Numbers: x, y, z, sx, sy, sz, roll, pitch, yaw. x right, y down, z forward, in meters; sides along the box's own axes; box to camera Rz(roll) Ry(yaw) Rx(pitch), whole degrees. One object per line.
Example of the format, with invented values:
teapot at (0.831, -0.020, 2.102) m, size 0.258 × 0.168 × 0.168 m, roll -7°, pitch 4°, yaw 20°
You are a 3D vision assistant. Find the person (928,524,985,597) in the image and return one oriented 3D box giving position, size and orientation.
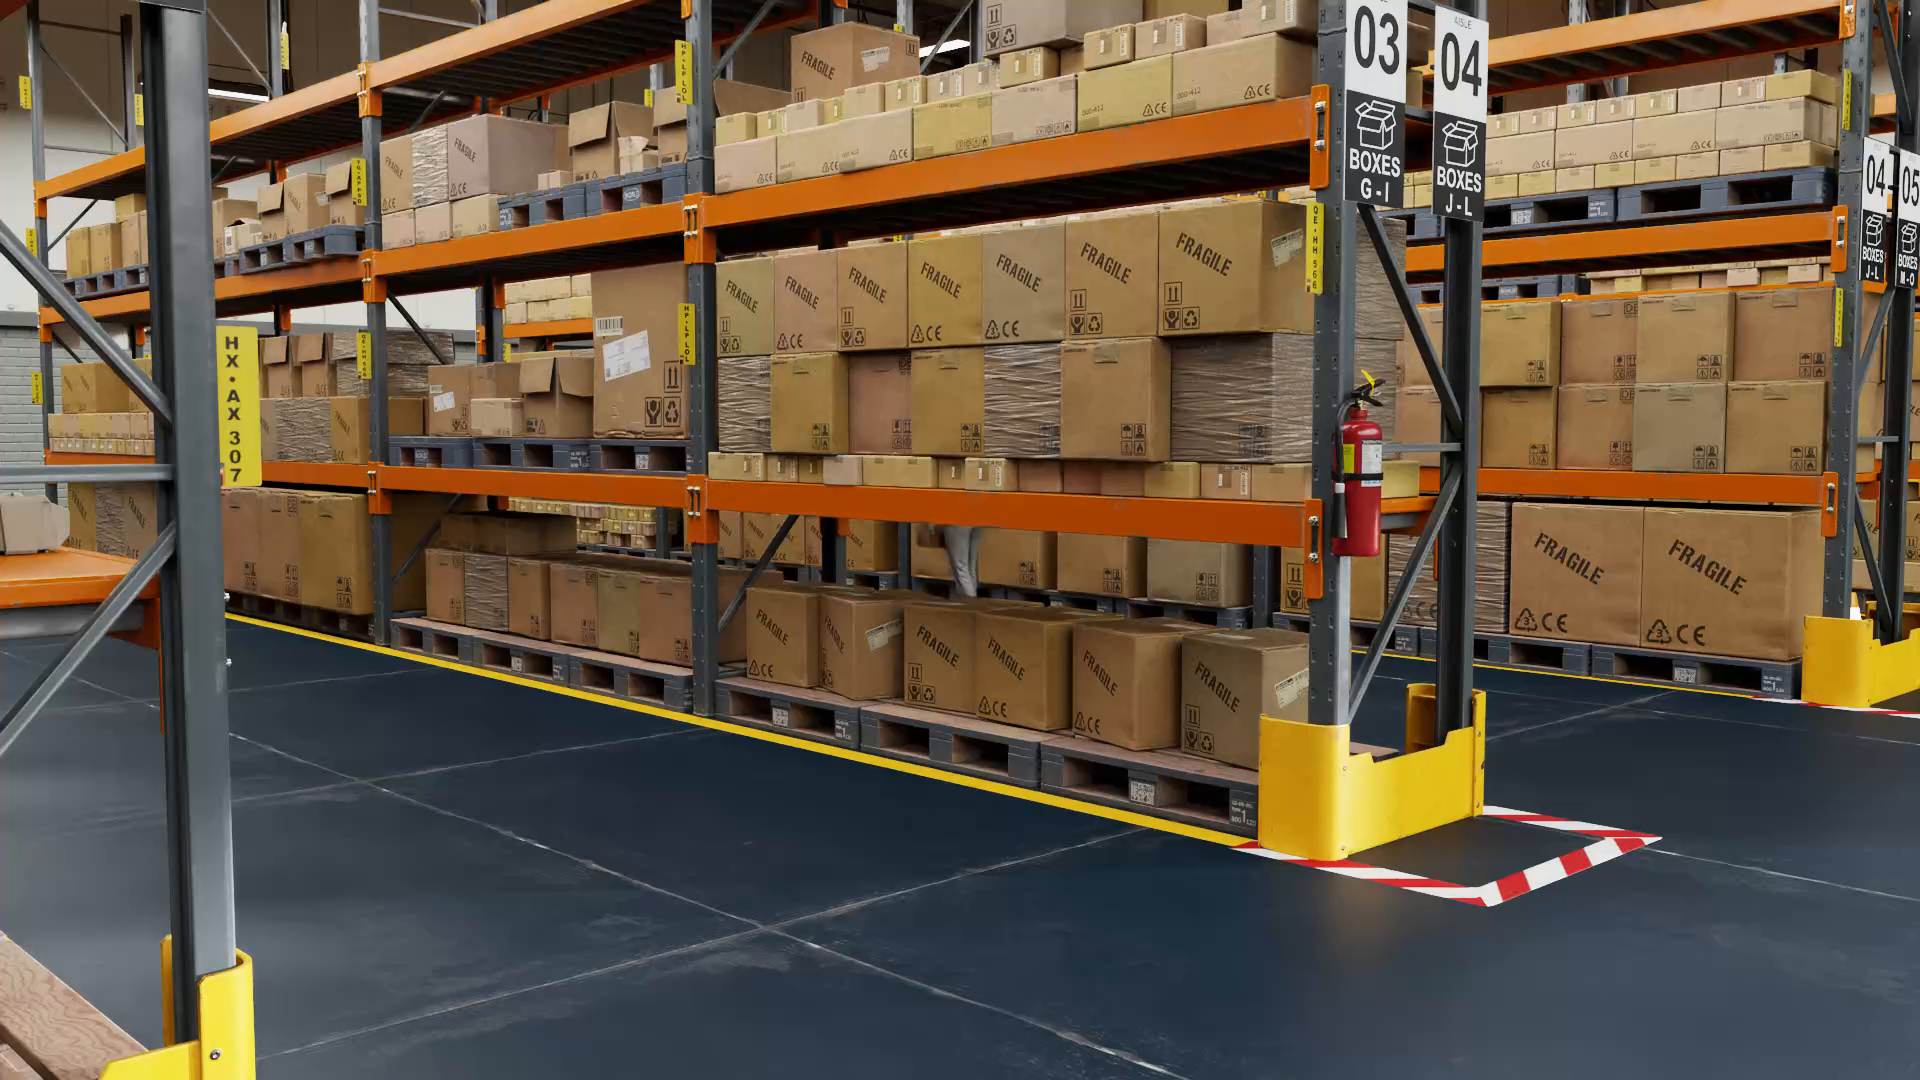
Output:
person at (-0.056, -0.145, 12.692) m, size 0.500 × 1.695 × 0.544 m, roll -4°, pitch 6°, yaw -44°
